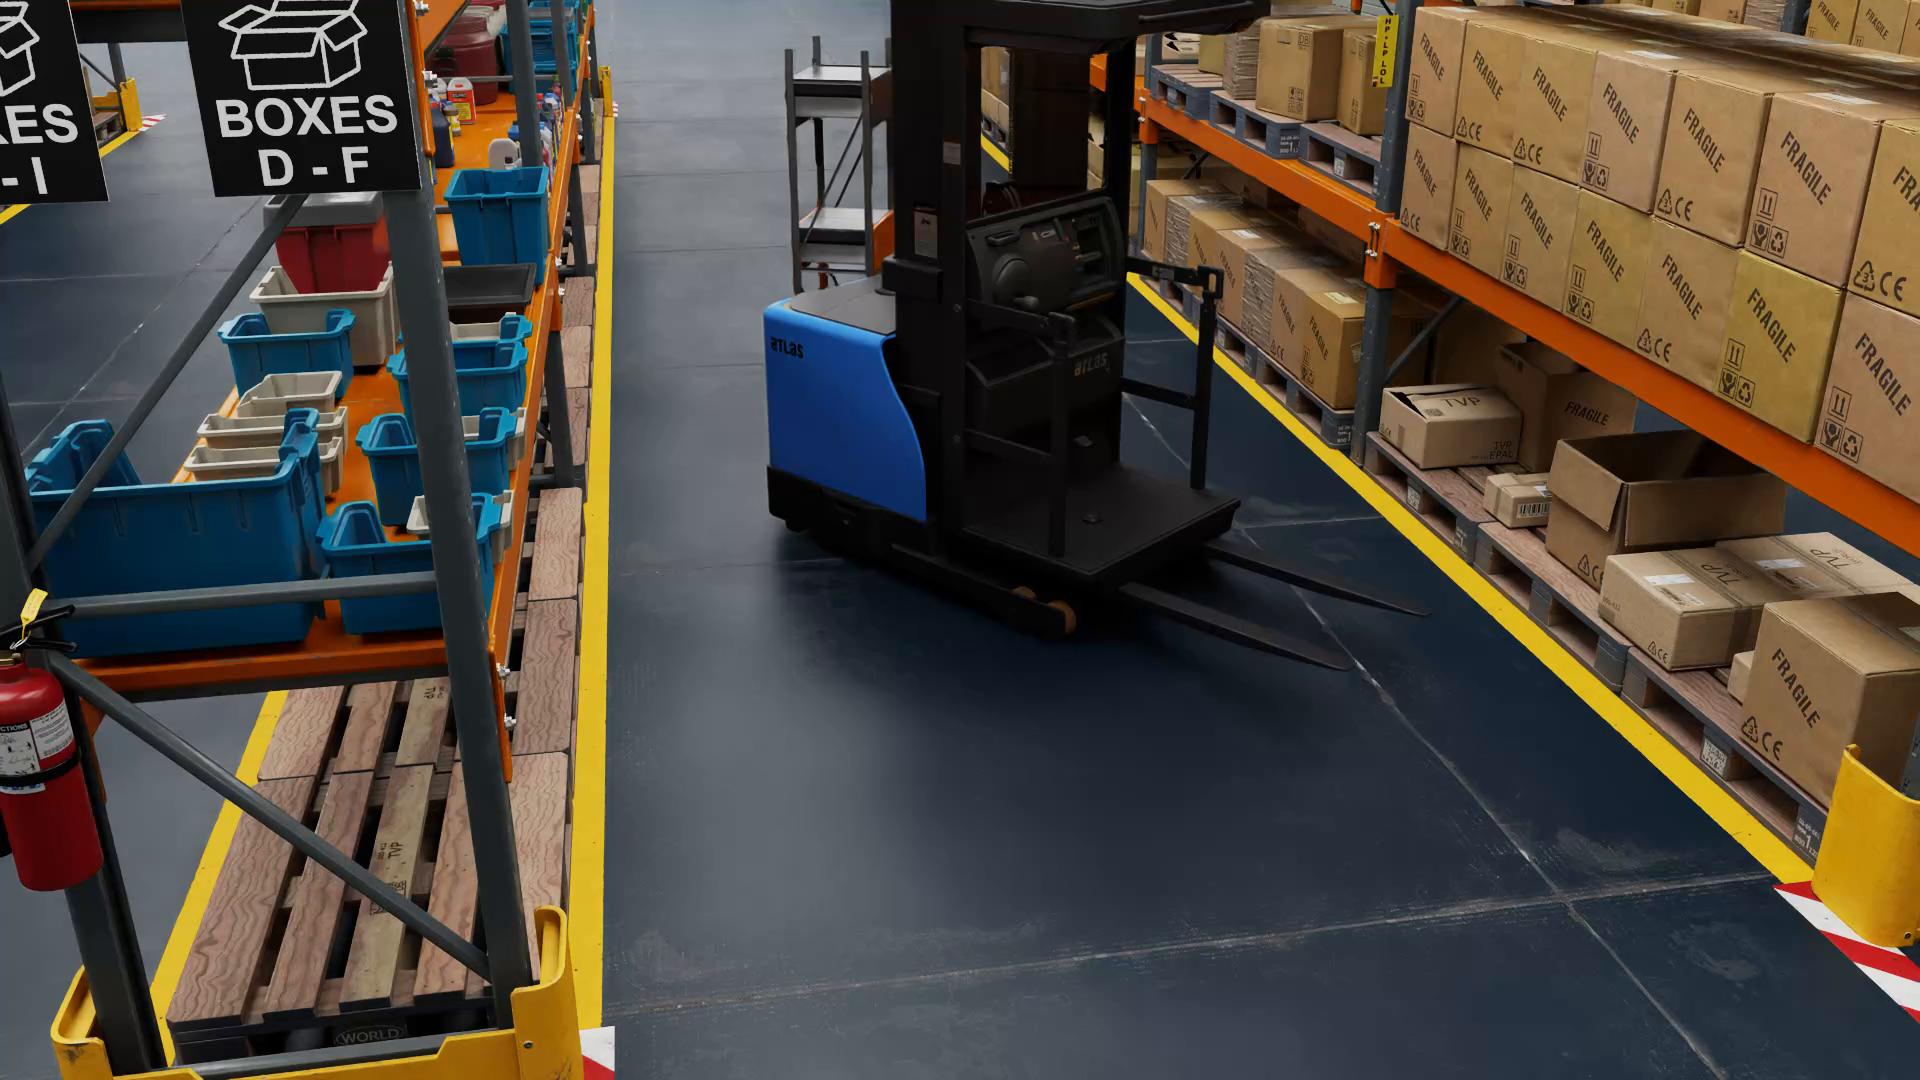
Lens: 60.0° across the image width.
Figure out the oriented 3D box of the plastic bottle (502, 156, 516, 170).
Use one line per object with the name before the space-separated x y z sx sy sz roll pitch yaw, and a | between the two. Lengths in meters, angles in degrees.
plastic bottle | -2.080 -1.598 7.723 0.144 0.351 0.185 -4 24 -10

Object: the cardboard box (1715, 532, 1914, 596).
cardboard box | 3.276 0.196 6.439 0.500 0.250 0.500 -4 24 -10

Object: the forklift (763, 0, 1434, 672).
forklift | 0.523 -1.166 6.758 3.031 2.935 1.130 20 31 38

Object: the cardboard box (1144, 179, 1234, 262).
cardboard box | 1.607 -2.237 11.697 0.500 0.500 0.500 -3 24 -7

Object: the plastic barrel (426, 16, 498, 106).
plastic barrel | -3.449 -3.238 11.246 0.600 0.536 0.708 -4 24 -10

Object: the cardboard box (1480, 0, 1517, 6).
cardboard box | 5.546 -5.426 16.589 0.500 0.250 0.500 -4 24 -10

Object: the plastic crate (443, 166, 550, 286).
plastic crate | -1.904 -1.304 6.933 0.392 0.384 0.575 -4 24 -10

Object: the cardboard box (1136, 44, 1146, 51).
cardboard box | 1.512 -3.763 12.932 0.380 0.149 0.250 -3 24 -6

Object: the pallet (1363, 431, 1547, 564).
pallet | 2.669 -0.259 8.080 1.003 0.211 1.213 -4 24 -10

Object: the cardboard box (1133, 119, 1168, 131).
cardboard box | 1.702 -3.407 14.013 0.500 0.311 0.500 -5 24 -10

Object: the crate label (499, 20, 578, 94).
crate label | -2.983 -3.443 11.840 0.502 0.435 0.616 -4 24 -10

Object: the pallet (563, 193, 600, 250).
pallet | -3.393 -2.524 13.266 1.003 0.211 1.213 -4 24 -10

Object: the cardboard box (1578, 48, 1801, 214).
cardboard box | 2.640 -1.497 6.056 0.500 0.500 0.500 -4 24 -8

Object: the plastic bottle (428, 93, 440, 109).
plastic bottle | -3.163 -2.537 9.973 0.097 0.271 0.097 0 24 0

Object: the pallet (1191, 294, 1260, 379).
pallet | 2.126 -1.327 10.526 1.003 0.211 1.213 -4 24 -10

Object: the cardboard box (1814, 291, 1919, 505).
cardboard box | 2.932 -0.436 4.875 0.500 0.500 0.500 -4 24 -8

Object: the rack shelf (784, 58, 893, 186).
rack shelf | -0.573 -2.034 8.068 0.431 0.518 0.480 4 24 10

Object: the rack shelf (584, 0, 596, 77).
rack shelf | -4.175 -5.046 16.455 1.077 0.370 4.000 -4 24 -10

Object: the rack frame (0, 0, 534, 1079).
rack frame | -1.589 0.131 3.702 0.949 2.616 0.053 -4 24 -10

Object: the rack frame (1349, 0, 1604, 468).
rack frame | 2.543 -1.807 8.141 1.000 3.000 0.127 -4 24 -10

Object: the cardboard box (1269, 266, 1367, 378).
cardboard box | 2.087 -1.231 9.395 0.500 0.500 0.500 -4 24 -10

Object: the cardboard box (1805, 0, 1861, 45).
cardboard box | 6.509 -3.730 12.021 0.500 0.500 0.500 -4 24 -8

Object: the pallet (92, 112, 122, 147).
pallet | -9.283 -4.166 17.024 1.003 0.211 1.213 -4 24 -10

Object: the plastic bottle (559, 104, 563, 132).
plastic bottle | -2.507 -2.621 10.252 0.097 0.201 0.097 0 24 0

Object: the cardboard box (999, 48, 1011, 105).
cardboard box | 0.682 -4.594 16.494 0.500 0.500 0.500 -4 24 -10

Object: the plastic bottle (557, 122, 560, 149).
plastic bottle | -2.399 -2.391 9.726 0.097 0.201 0.097 0 24 0

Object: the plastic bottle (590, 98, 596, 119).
plastic bottle | -3.754 -4.325 16.758 0.152 0.276 0.135 -4 24 -9

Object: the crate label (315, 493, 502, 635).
crate label | -1.308 0.059 4.002 0.416 0.233 0.303 -4 24 -10

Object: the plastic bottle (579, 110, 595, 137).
plastic bottle | -3.581 -3.999 15.919 0.144 0.351 0.185 -5 24 -12

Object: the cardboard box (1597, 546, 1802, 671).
cardboard box | 2.794 0.253 6.309 0.500 0.250 0.500 -4 24 -10

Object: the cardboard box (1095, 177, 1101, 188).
cardboard box | 1.368 -2.704 13.105 0.500 0.250 0.500 -5 24 -10

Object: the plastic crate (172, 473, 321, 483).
plastic crate | -1.915 -0.083 4.447 0.396 0.136 0.243 -4 24 -10

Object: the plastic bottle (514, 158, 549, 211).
plastic bottle | -2.104 -1.740 8.140 0.152 0.276 0.135 -4 24 -10

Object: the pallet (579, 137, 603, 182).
pallet | -3.888 -3.578 15.679 1.003 0.211 1.213 -4 24 -10

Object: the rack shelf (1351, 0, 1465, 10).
rack shelf | 5.561 -5.779 18.133 1.077 0.370 4.000 -4 24 -10

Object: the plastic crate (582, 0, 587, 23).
plastic crate | -3.779 -5.047 15.822 0.450 0.188 0.662 -4 24 -10

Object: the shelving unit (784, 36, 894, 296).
shelving unit | -0.573 -1.405 8.343 0.431 2.100 0.503 4 24 10

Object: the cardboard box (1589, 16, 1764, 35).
cardboard box | 2.988 -1.930 7.048 0.500 0.500 0.500 -5 24 -11

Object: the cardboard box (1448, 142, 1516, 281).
cardboard box | 2.467 -1.431 7.155 0.500 0.500 0.500 -4 24 -9

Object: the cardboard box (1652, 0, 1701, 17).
cardboard box | 6.322 -4.669 14.018 0.700 0.500 0.500 -4 24 -10

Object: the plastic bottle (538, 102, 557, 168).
plastic bottle | -2.313 -2.225 9.158 0.144 0.351 0.185 -4 24 -10

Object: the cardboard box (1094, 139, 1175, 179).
cardboard box | 1.362 -2.962 12.994 0.500 0.311 0.500 -5 24 -11

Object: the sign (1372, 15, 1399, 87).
sign | 1.998 -2.295 7.811 0.100 0.325 0.005 -4 24 -10

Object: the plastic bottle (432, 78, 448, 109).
plastic bottle | -3.303 -2.765 10.487 0.152 0.276 0.135 -4 24 -10

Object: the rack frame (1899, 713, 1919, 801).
rack frame | 3.283 -0.234 4.538 1.000 3.000 0.127 -4 24 -10

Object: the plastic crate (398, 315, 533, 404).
plastic crate | -1.607 -0.577 5.458 0.416 0.233 0.300 -4 24 -10

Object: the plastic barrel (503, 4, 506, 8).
plastic barrel | -3.844 -4.259 13.583 0.433 0.535 0.433 0 24 0

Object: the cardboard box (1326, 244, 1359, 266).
cardboard box | 2.498 -1.478 9.960 0.500 0.500 0.500 -4 24 -9
